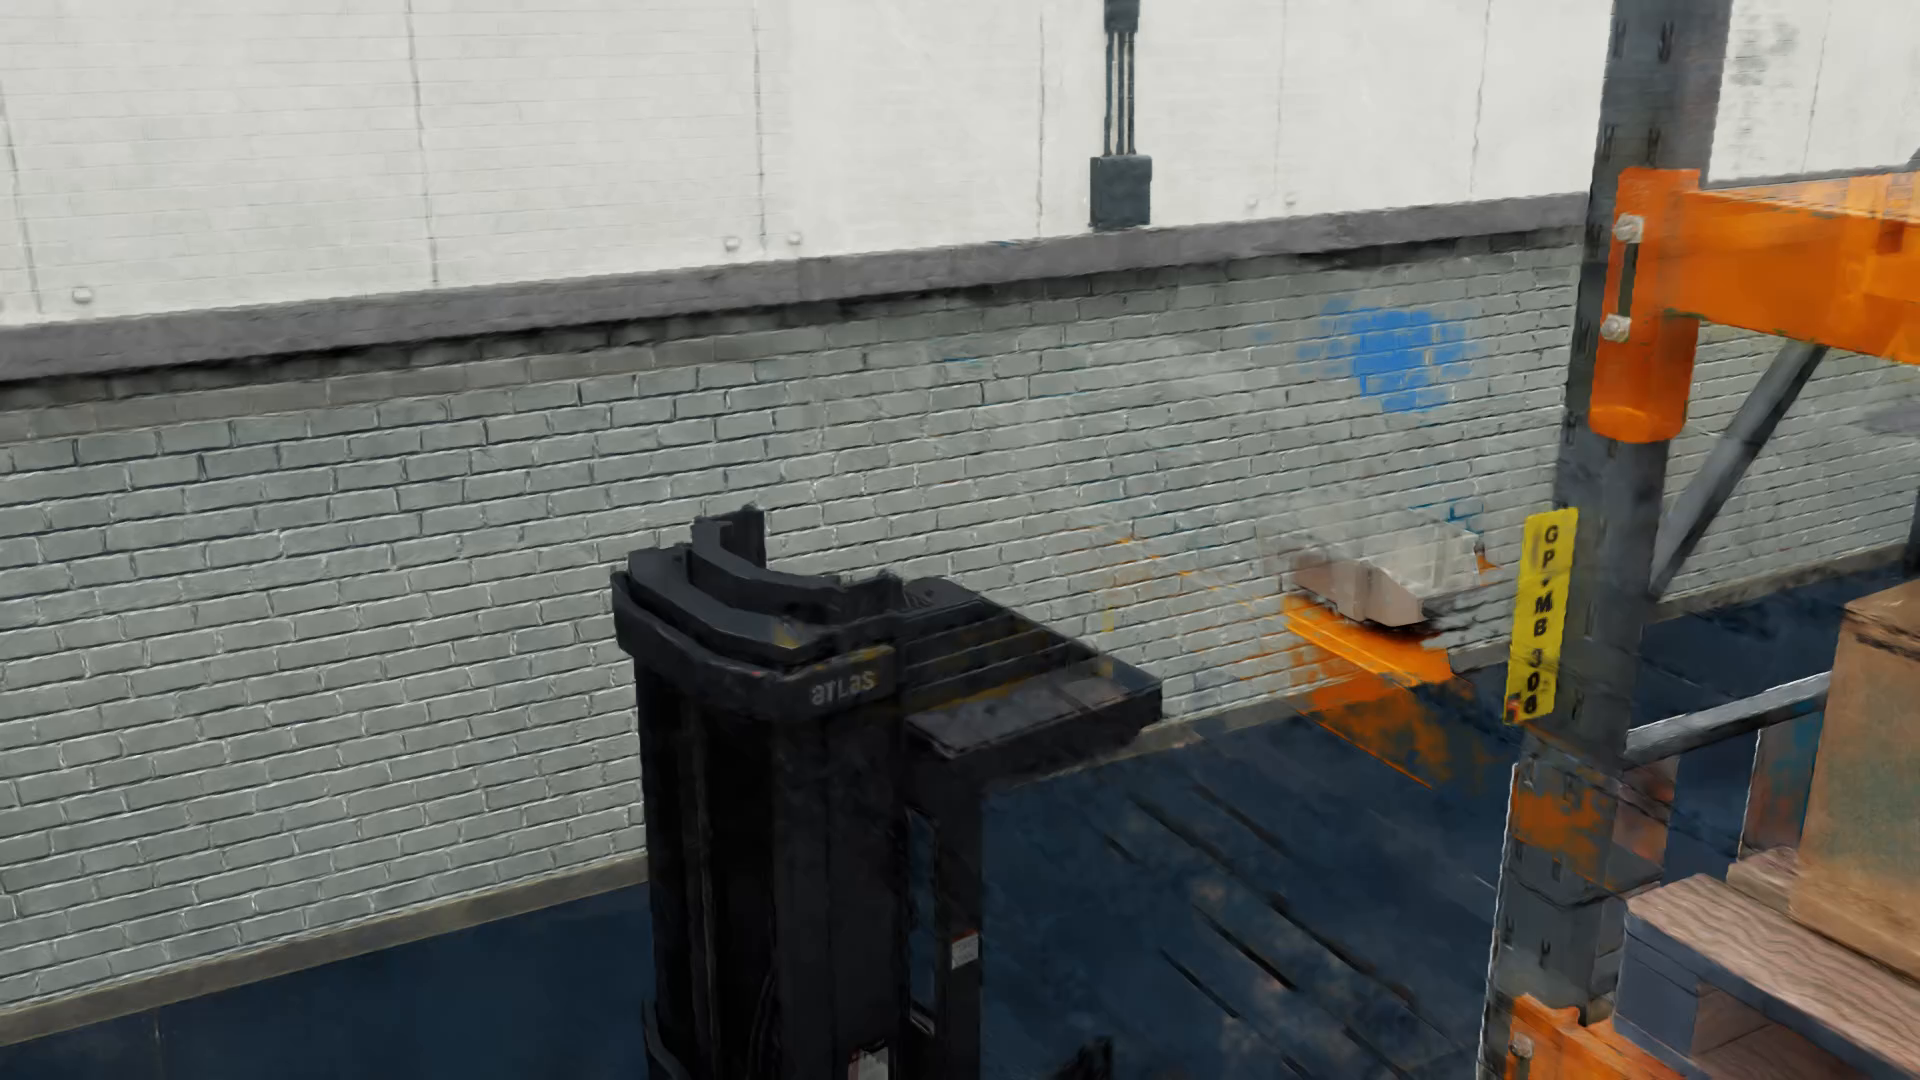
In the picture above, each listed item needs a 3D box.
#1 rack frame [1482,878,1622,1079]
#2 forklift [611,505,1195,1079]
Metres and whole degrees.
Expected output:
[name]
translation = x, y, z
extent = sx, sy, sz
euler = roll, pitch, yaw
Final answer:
[rack frame]
translation = 4.342, -1.521, 7.442
extent = 1.000, 3.000, 0.127
euler = -10, 21, -27
[forklift]
translation = 2.893, -2.101, 9.227
extent = 3.031, 2.935, 1.130
euler = -14, 23, -35
